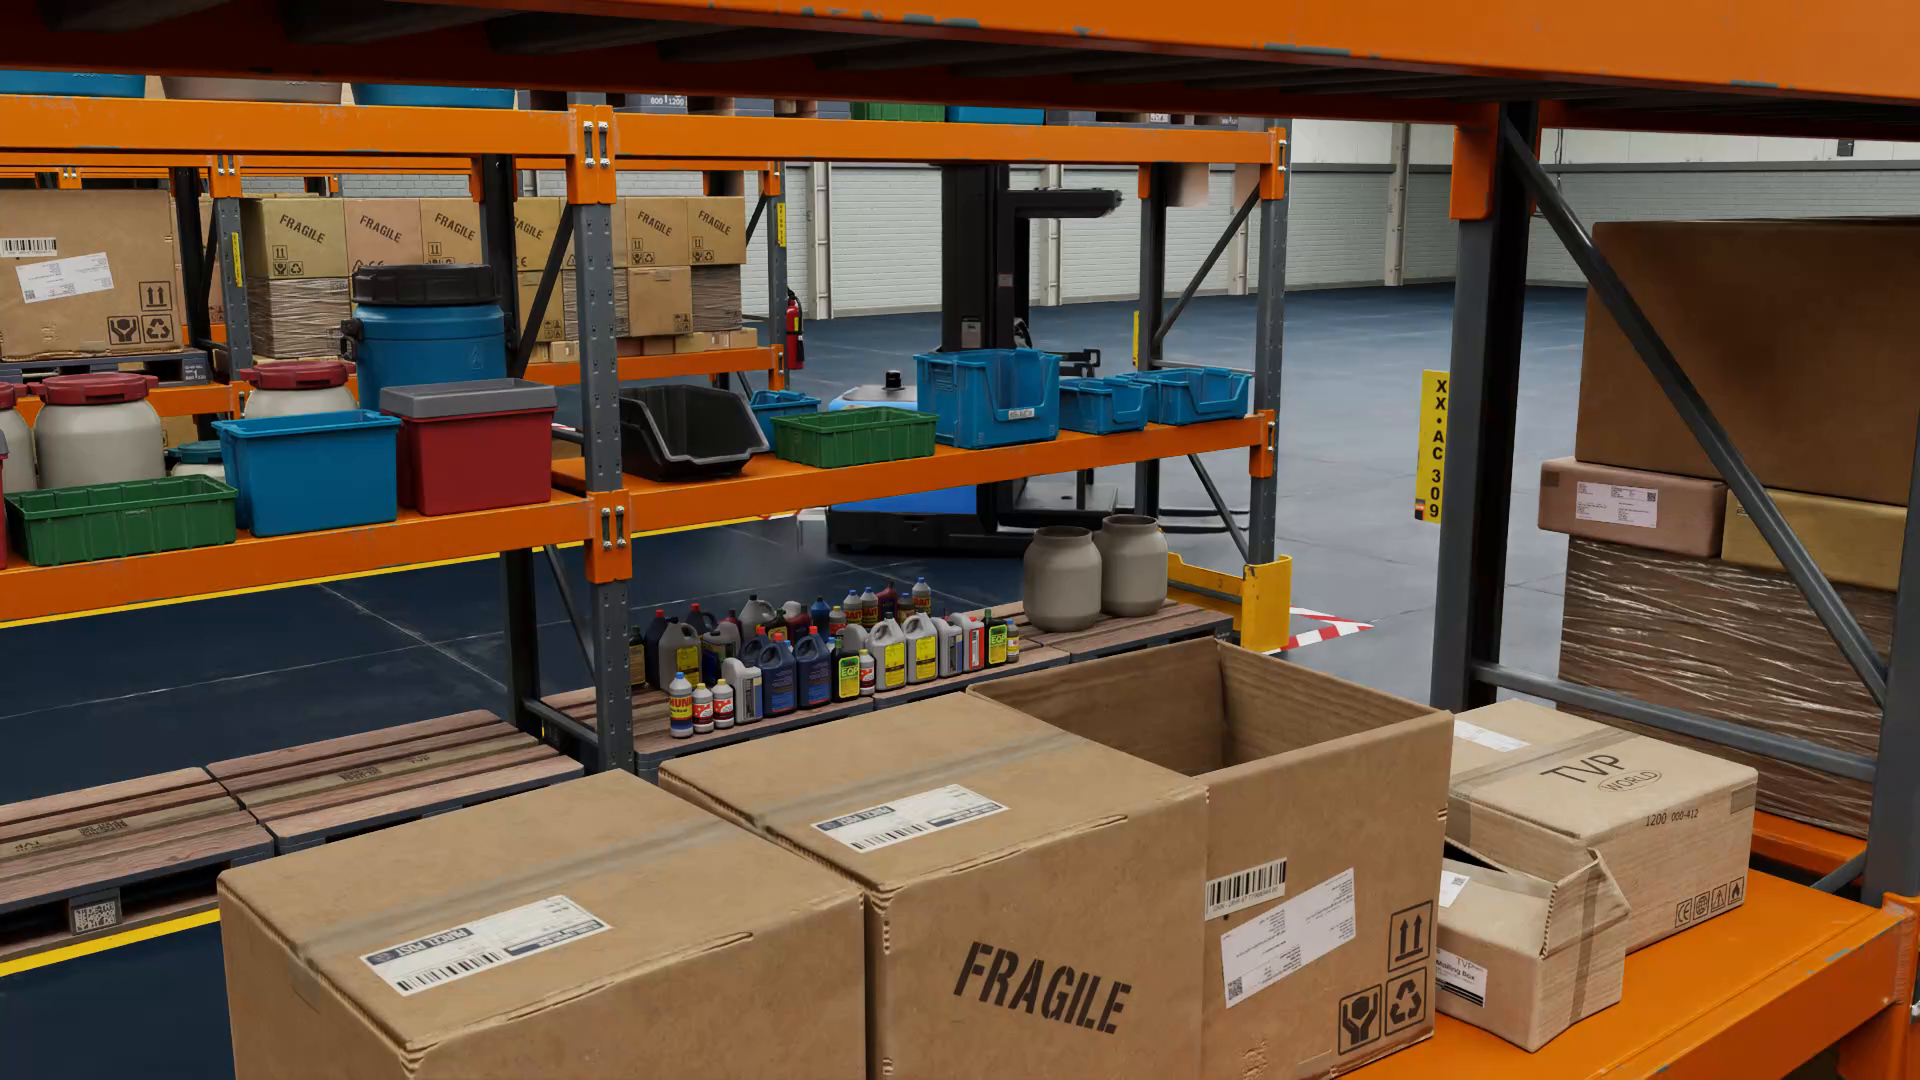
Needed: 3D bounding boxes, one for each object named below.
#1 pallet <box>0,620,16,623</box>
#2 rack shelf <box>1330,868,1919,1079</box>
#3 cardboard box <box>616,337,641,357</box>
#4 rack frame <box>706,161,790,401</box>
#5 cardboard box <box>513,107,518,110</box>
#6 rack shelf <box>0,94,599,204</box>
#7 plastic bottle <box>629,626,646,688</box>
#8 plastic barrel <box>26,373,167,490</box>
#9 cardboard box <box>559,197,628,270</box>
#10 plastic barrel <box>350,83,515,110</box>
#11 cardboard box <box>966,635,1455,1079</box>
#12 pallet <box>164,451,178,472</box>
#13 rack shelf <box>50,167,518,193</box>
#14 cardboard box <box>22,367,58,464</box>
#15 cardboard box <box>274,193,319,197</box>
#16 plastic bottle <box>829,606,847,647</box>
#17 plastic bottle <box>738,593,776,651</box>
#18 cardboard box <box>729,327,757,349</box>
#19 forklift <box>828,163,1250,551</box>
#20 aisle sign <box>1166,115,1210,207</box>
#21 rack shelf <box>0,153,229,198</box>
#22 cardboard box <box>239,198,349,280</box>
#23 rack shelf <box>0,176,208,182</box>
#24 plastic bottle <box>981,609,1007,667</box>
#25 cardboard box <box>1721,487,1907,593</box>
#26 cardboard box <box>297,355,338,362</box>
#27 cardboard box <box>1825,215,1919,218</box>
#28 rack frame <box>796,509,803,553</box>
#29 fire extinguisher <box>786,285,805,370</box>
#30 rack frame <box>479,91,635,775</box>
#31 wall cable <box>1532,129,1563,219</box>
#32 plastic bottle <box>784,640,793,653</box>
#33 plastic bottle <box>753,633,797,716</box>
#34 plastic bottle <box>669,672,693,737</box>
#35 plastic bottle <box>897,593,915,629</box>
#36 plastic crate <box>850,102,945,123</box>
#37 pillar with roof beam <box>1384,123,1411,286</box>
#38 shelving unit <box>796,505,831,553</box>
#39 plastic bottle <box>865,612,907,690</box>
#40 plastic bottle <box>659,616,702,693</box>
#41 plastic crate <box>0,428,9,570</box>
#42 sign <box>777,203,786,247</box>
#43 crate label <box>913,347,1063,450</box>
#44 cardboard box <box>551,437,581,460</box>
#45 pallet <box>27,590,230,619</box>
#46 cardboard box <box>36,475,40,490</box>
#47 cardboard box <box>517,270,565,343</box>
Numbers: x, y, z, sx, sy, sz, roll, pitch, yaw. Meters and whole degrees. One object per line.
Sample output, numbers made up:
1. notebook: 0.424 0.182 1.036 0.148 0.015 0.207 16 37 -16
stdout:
1. pallet: -6.373 0.372 9.869 1.213 0.211 1.003 -9 15 -38
2. rack shelf: -0.188 0.966 2.090 4.000 0.370 1.077 -9 15 -38
3. cardboard box: -2.567 -1.450 12.338 0.250 0.149 0.380 -9 15 -38
4. rack frame: -1.689 -1.772 13.251 0.127 3.000 1.000 -9 15 -38
5. cardboard box: -3.090 -2.865 11.541 0.500 0.250 0.500 -10 15 -39
6. rack shelf: -3.280 -1.305 5.564 4.000 0.370 1.077 -9 15 -38
7. plastic bottle: -1.548 0.548 7.805 0.133 0.283 0.061 -9 15 -35
8. plastic barrel: -3.175 -0.332 6.144 0.433 0.535 0.433 0 12 0
9. cardboard box: -2.743 -2.213 11.967 0.500 0.500 0.500 -9 15 -38
10. plastic barrel: -1.980 -2.061 6.183 0.708 0.901 0.600 -9 15 -38
11. cardboard box: 0.352 0.471 2.448 0.500 0.500 0.500 -8 14 -34
12. pallet: -7.189 -0.792 15.351 1.213 0.211 1.003 -9 15 -38
13. rack shelf: -6.270 -3.445 15.642 4.000 0.370 1.077 -9 15 -38
14. cardboard box: -8.260 -1.080 14.399 0.750 0.750 1.050 -10 15 -38
15. cardboard box: -8.142 -3.961 20.196 0.500 0.500 0.700 -10 16 -39
16. plastic bottle: -0.628 0.440 8.511 0.097 0.201 0.097 0 12 0
17. plastic bottle: -0.993 0.434 8.181 0.185 0.351 0.144 -10 15 -38
18. cardboard box: -1.782 -1.578 12.945 0.250 0.149 0.380 -9 15 -38
19. forklift: 0.632 -1.401 11.671 3.031 2.935 1.130 2 12 8
20. aisle sign: 1.279 -2.297 9.465 0.004 0.787 0.394 -9 15 -38
21. rack shelf: -6.374 -2.108 9.347 4.000 0.370 1.077 -9 15 -38
22. cardboard box: -4.302 -1.953 10.742 0.500 0.500 0.500 -9 15 -38
23. rack shelf: -12.545 -5.039 23.150 4.000 0.370 1.077 -9 15 -38
24. plastic bottle: 0.165 0.473 8.161 0.133 0.283 0.061 -9 15 -36
25. cardboard box: 1.704 -0.015 3.176 0.250 0.149 0.380 -9 15 -38
26. cardboard box: -4.253 -1.139 10.877 0.250 0.149 0.380 -9 15 -38
27. cardboard box: 2.501 -0.518 3.983 0.500 0.500 0.700 -9 15 -38
28. rack frame: -1.137 -0.372 11.712 0.006 0.900 0.240 0 12 2
29. fire extinguisher: -1.312 -1.674 12.977 0.183 0.674 0.296 -9 15 -38
30. rack frame: -1.718 -0.449 7.023 0.127 3.000 1.000 -9 15 -38
31. wall cable: 14.462 -9.716 43.694 0.112 2.526 3.097 -9 15 -38
32. plastic bottle: -0.791 0.594 7.618 0.097 0.271 0.097 0 12 0
33. plastic bottle: -0.829 0.594 7.429 0.185 0.351 0.144 -9 15 -36
34. plastic bottle: -1.195 0.700 7.121 0.097 0.271 0.097 0 12 0
35. plastic bottle: -0.286 0.383 8.779 0.097 0.201 0.097 0 12 0
36. plastic crate: -0.316 -1.974 7.490 0.450 0.188 0.336 -9 15 -38
37. pillar with roof beam: 14.025 -10.369 39.293 0.548 9.000 9.100 -9 15 -38
38. shelving unit: -1.035 -0.371 11.708 0.210 0.900 0.258 0 12 2
39. plastic bottle: -0.349 0.514 7.804 0.185 0.351 0.144 -10 15 -38
40. plastic bottle: -1.305 0.524 7.756 0.185 0.351 0.144 -9 15 -38
41. plastic crate: -3.389 -0.122 5.326 0.583 0.464 0.402 -9 15 -38
42. sign: -1.358 -2.400 12.661 0.005 0.325 0.100 -9 15 -38
43. crate label: 0.137 -0.703 8.132 0.616 0.435 0.502 -9 15 -38
44. cardboard box: -3.133 -0.515 12.338 0.500 0.500 0.500 -8 14 -32
45. pallet: -5.419 0.213 10.619 1.213 0.211 1.003 -9 15 -38
46. cardboard box: -5.689 -0.110 10.384 0.500 0.500 0.700 -10 15 -38
47. cardboard box: -3.266 -1.694 11.928 0.500 0.500 0.875 -9 15 -38
